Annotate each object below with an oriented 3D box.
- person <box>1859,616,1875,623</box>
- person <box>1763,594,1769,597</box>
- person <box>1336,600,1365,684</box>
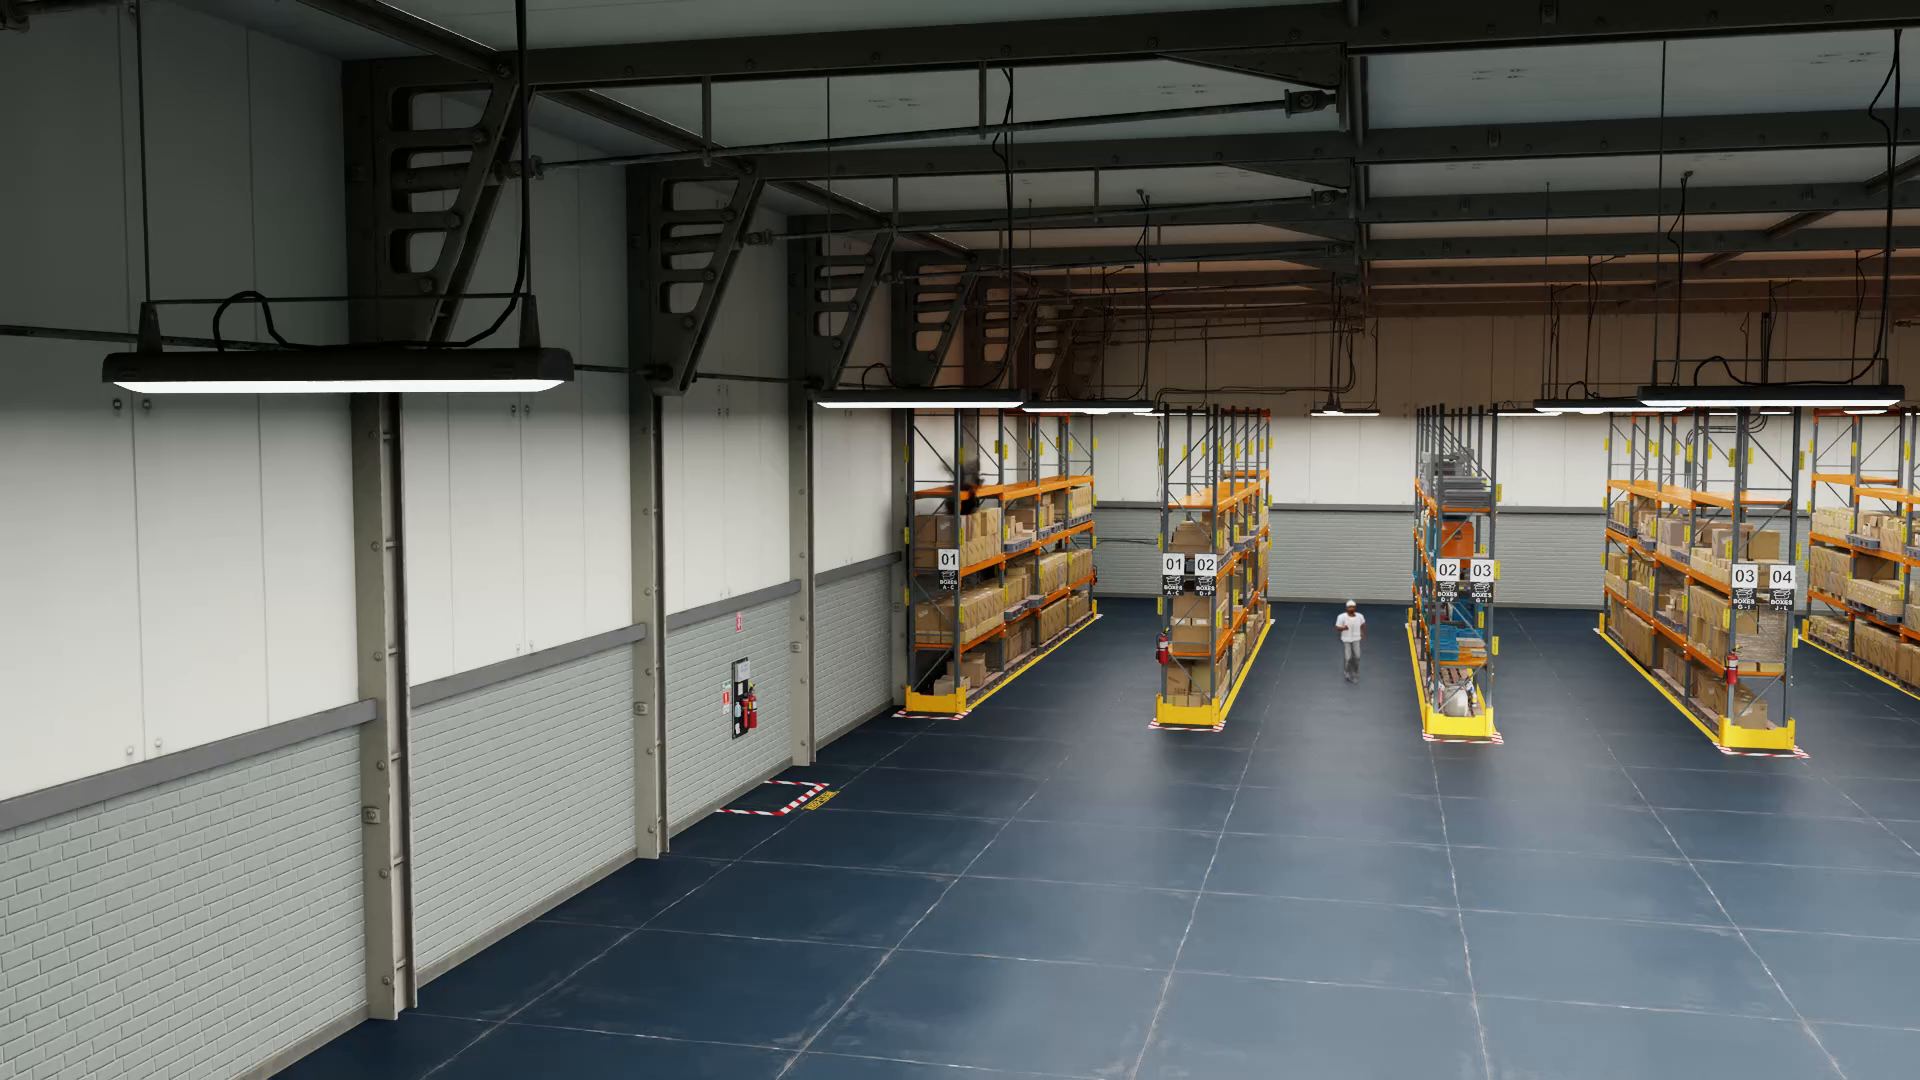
[{"bbox_3d":[23.757,1.786,43.561,0.598,1.530,0.758,-2,5,-26],"label":"person"},{"bbox_3d":[20.471,1.844,42.276,0.607,1.637,0.686,1,4,16],"label":"person"},{"bbox_3d":[8.498,2.217,36.111,0.673,1.812,0.706,0,4,4],"label":"person"}]
